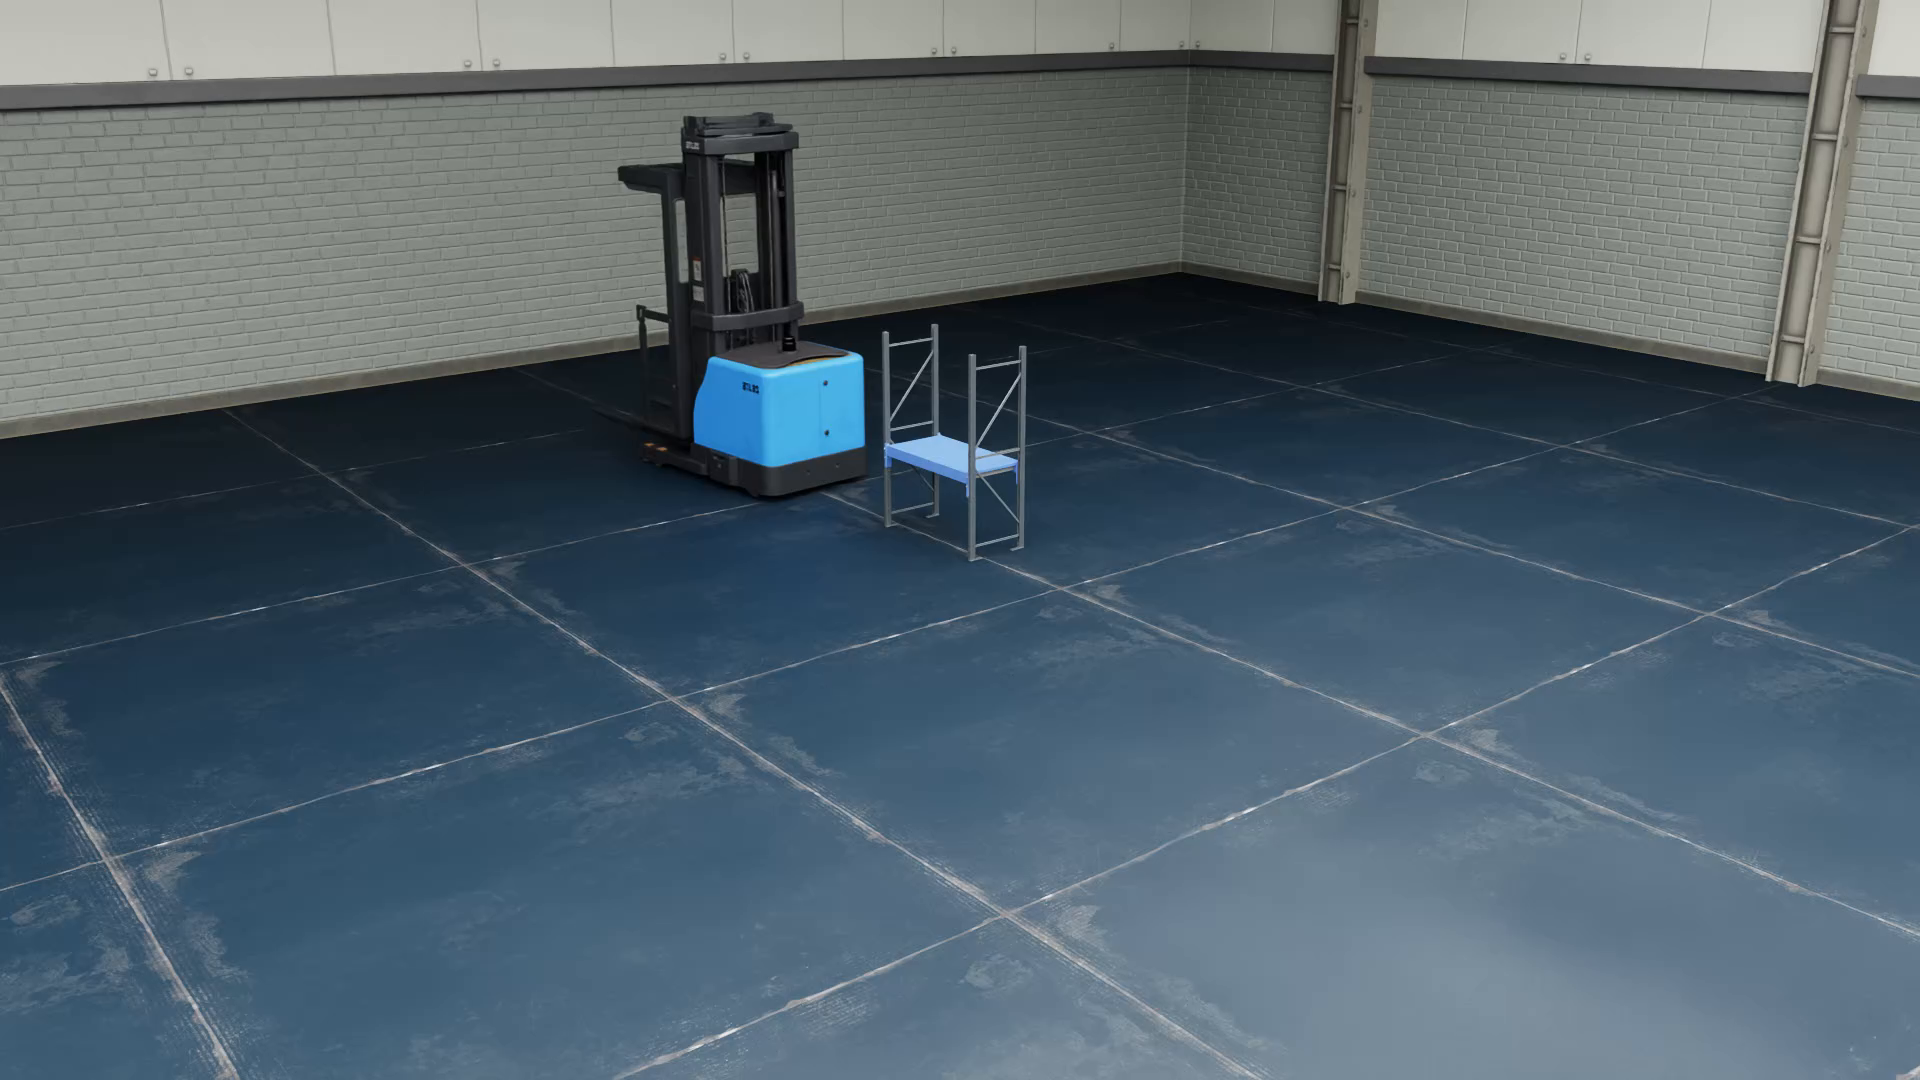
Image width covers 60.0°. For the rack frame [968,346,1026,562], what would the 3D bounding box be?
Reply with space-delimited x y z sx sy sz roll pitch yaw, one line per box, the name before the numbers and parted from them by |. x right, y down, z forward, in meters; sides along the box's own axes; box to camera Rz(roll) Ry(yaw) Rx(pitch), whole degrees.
rack frame | 0.263 -0.608 11.812 0.500 1.500 0.032 -14 23 -36

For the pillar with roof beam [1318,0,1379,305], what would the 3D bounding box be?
pillar with roof beam | 1.570 -6.564 17.869 9.100 9.000 0.400 -14 23 -36

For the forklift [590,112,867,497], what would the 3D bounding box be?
forklift | -2.140 -2.117 14.093 1.130 2.935 3.031 -16 24 -40

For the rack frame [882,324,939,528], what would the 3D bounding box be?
rack frame | -0.369 -0.858 12.568 0.500 1.500 0.032 -14 23 -36

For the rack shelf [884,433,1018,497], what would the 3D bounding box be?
rack shelf | -0.053 -0.562 12.247 0.538 0.185 1.000 -14 23 -36

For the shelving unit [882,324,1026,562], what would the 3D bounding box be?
shelving unit | -0.053 -0.733 12.190 0.538 1.500 1.048 -14 23 -36

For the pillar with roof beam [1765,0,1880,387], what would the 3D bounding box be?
pillar with roof beam | 5.296 -5.085 13.404 9.100 9.000 0.400 -14 23 -36
